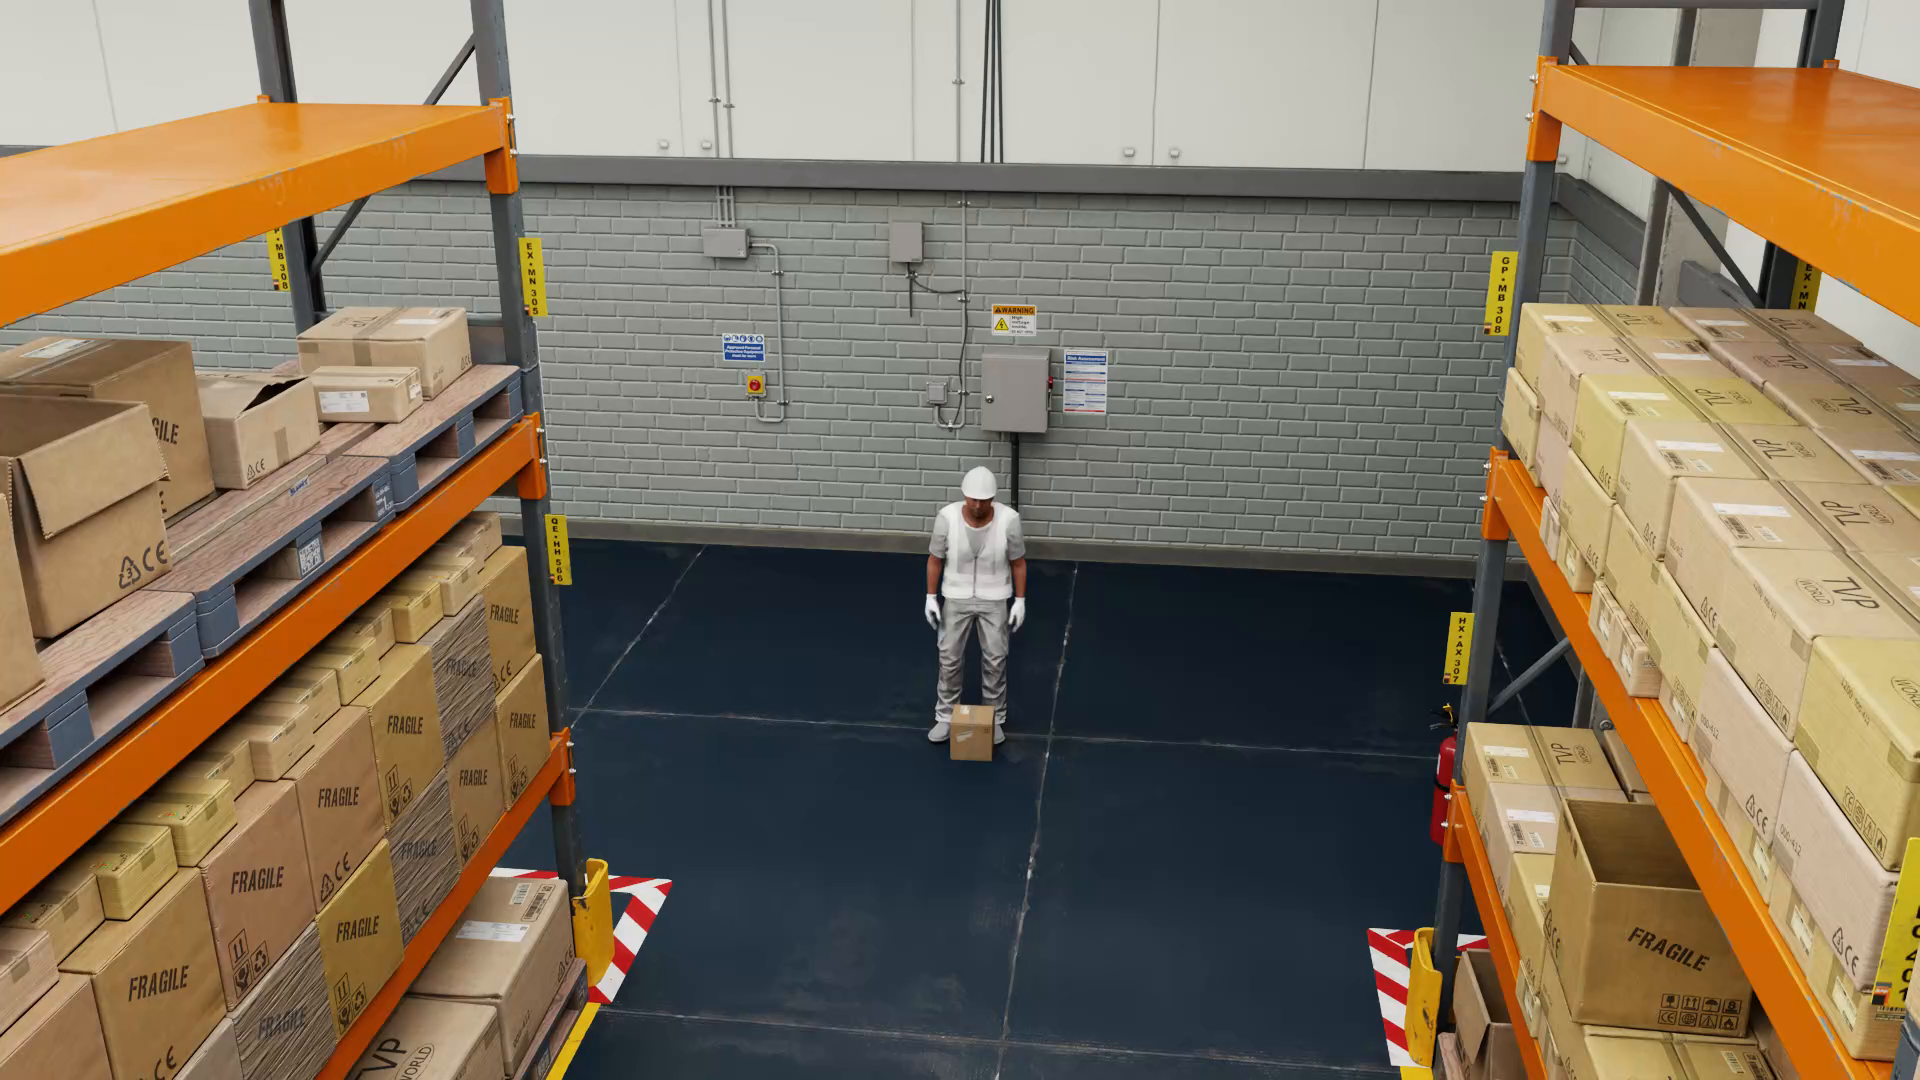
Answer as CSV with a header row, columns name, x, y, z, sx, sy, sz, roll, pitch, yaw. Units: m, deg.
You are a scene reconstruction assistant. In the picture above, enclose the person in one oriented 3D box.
name,x,y,z,sx,sy,sz,roll,pitch,yaw
person,0.094,0.383,10.069,0.615,1.772,0.452,2,21,4
